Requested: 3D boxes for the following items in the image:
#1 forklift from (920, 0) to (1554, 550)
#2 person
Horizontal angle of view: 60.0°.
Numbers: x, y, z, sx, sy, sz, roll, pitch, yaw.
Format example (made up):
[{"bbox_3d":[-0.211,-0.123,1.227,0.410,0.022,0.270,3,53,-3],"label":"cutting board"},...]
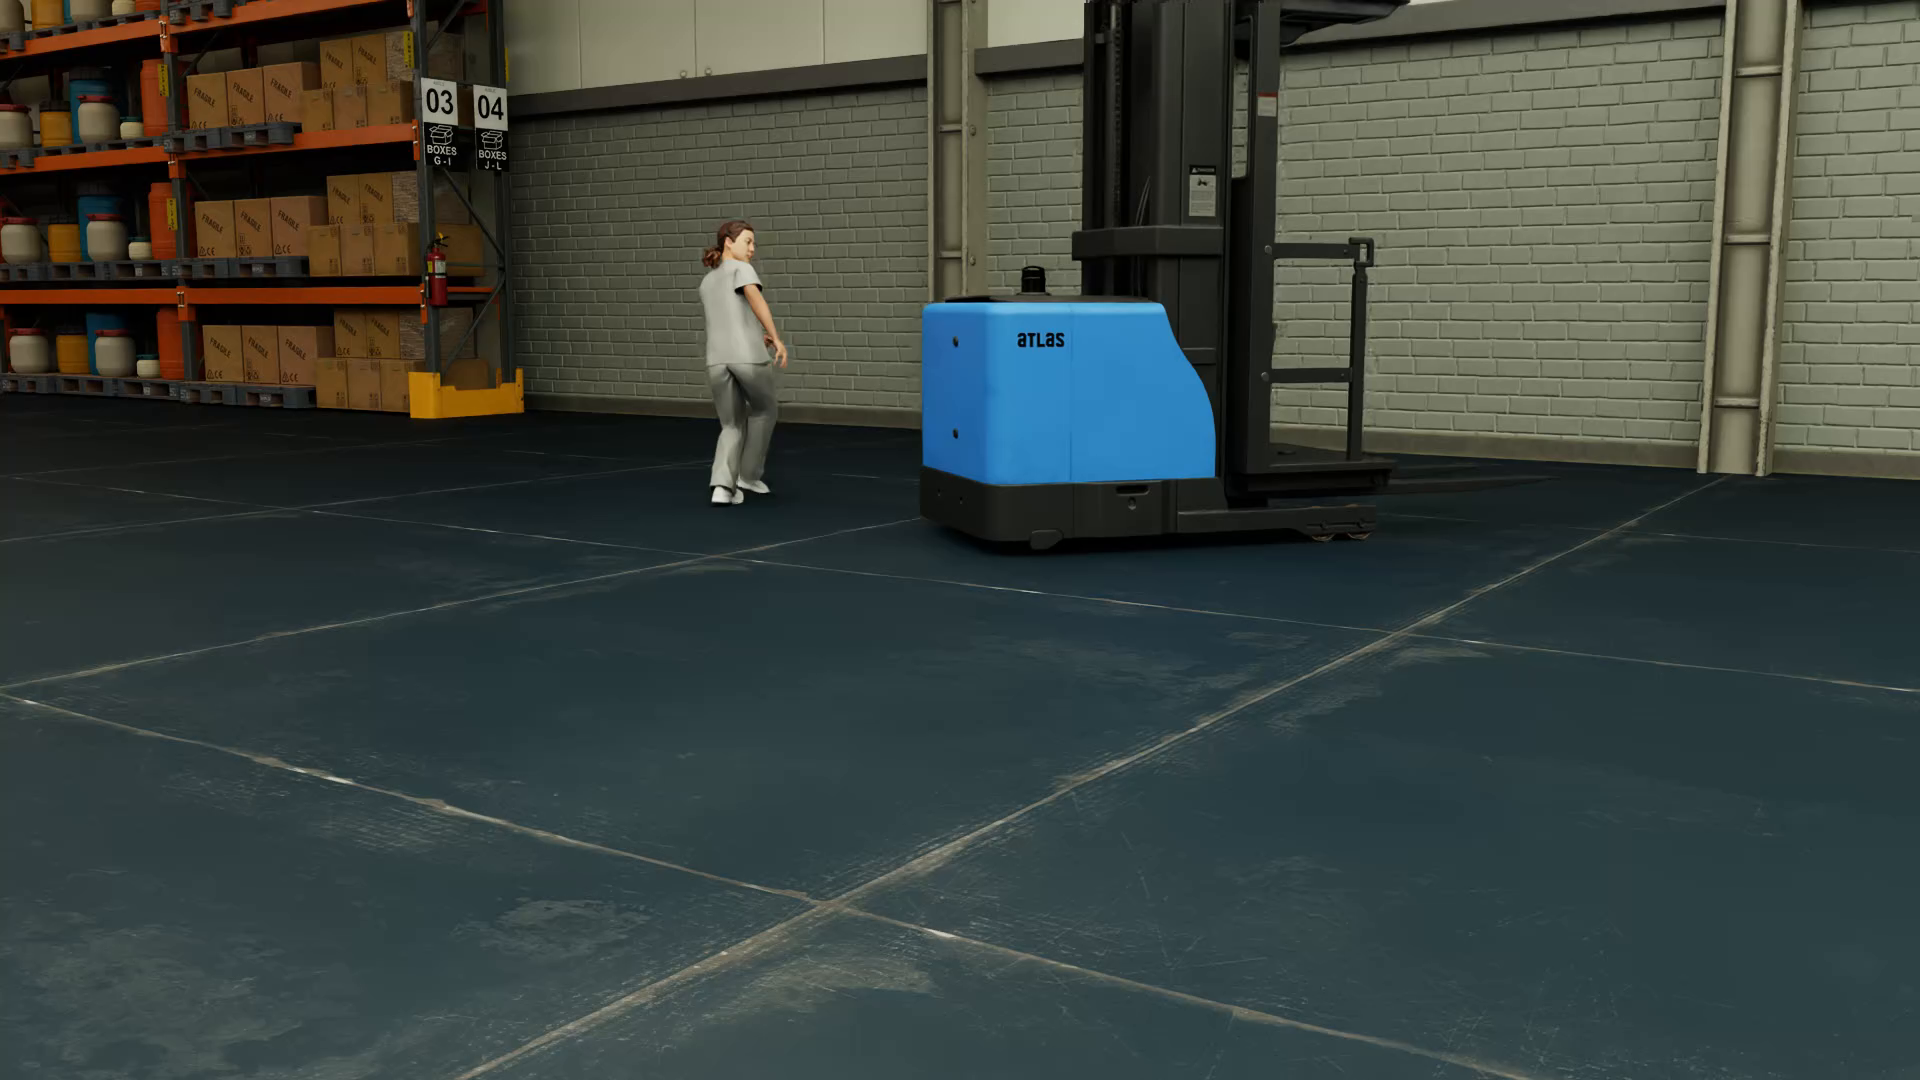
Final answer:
[{"bbox_3d":[1.383,-1.509,7.804,3.031,2.935,1.130,-3,9,-19],"label":"forklift"},{"bbox_3d":[-1.097,-0.967,9.031,0.676,1.519,0.750,4,9,24],"label":"person"}]
